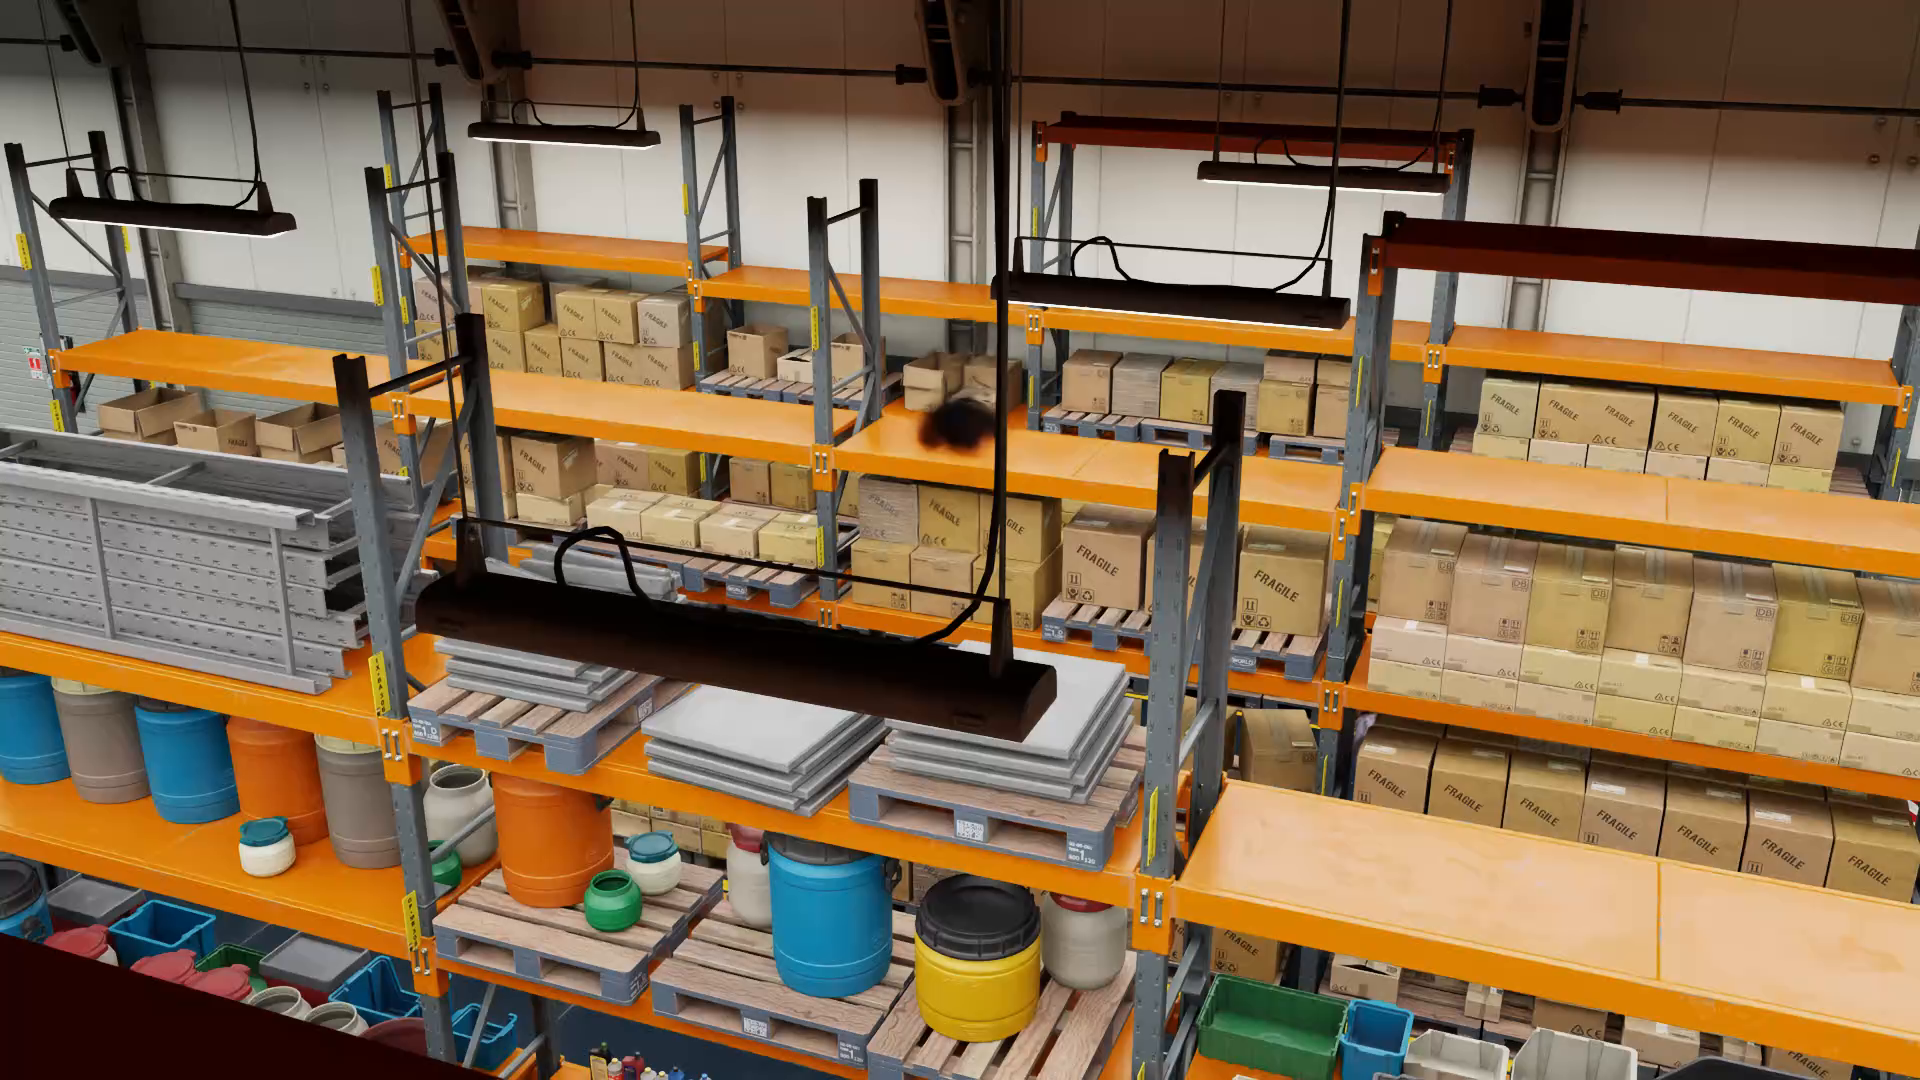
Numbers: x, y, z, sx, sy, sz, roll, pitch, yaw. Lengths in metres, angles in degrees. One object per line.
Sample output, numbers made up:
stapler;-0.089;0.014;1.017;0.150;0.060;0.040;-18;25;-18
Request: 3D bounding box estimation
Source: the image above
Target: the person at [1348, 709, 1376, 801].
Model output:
person;3.625;2.087;14.749;0.834;1.541;0.608;6;22;15
